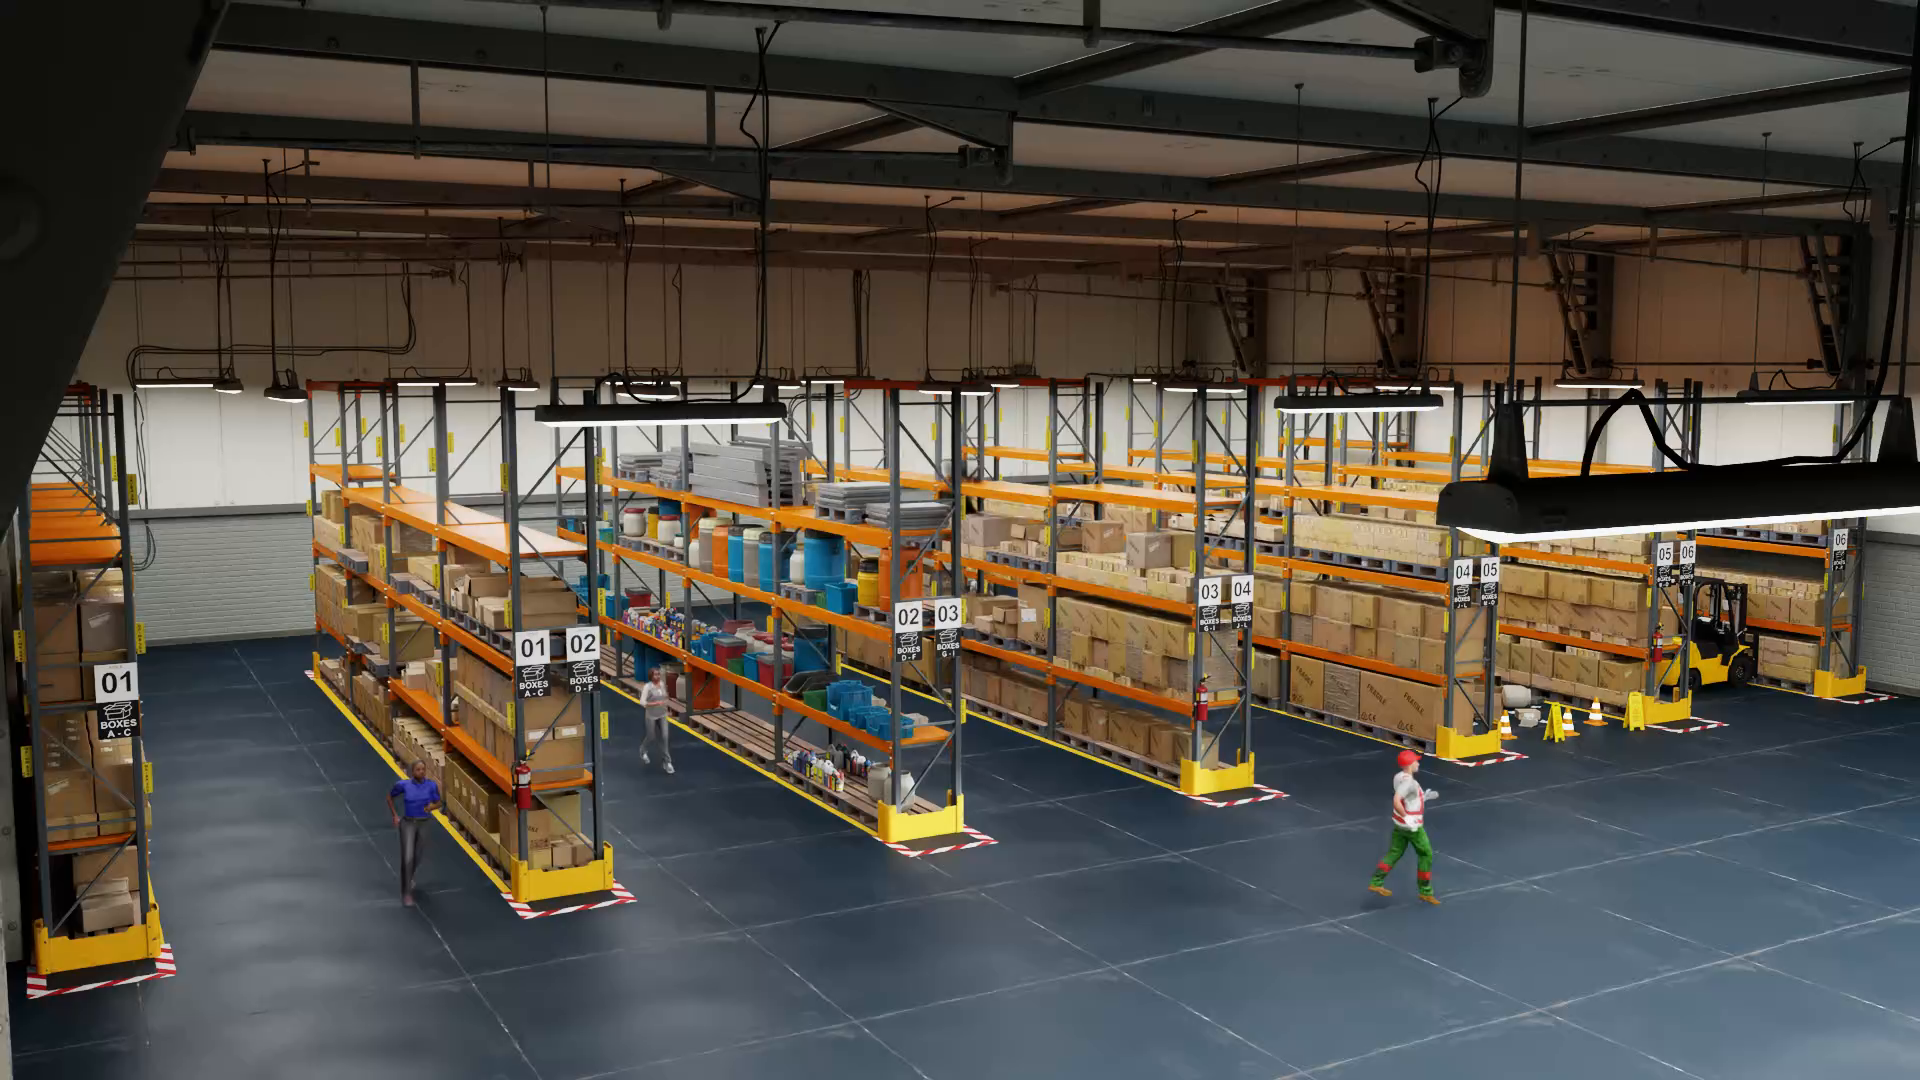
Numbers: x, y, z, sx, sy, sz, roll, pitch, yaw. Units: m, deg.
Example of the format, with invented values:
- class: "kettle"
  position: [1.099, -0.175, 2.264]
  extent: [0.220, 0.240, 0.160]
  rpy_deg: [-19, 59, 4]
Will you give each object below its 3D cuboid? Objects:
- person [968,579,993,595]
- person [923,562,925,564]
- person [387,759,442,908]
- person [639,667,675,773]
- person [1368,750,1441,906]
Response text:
- class: "person"
  position: [0.615, 1.015, 42.215]
  extent: [0.801, 1.757, 0.829]
  rpy_deg: [1, 6, 5]
- class: "person"
  position: [-0.975, 1.317, 39.810]
  extent: [0.714, 1.582, 0.619]
  rpy_deg: [-1, 6, -7]
- class: "person"
  position: [-6.450, 3.434, 19.738]
  extent: [0.588, 1.699, 0.770]
  rpy_deg: [-3, 7, -30]
- class: "person"
  position: [-4.741, 2.768, 25.848]
  extent: [0.535, 1.606, 0.851]
  rpy_deg: [-5, 8, -40]
- class: "person"
  position: [5.218, 3.364, 19.436]
  extent: [0.836, 1.838, 0.652]
  rpy_deg: [-1, 6, -7]
